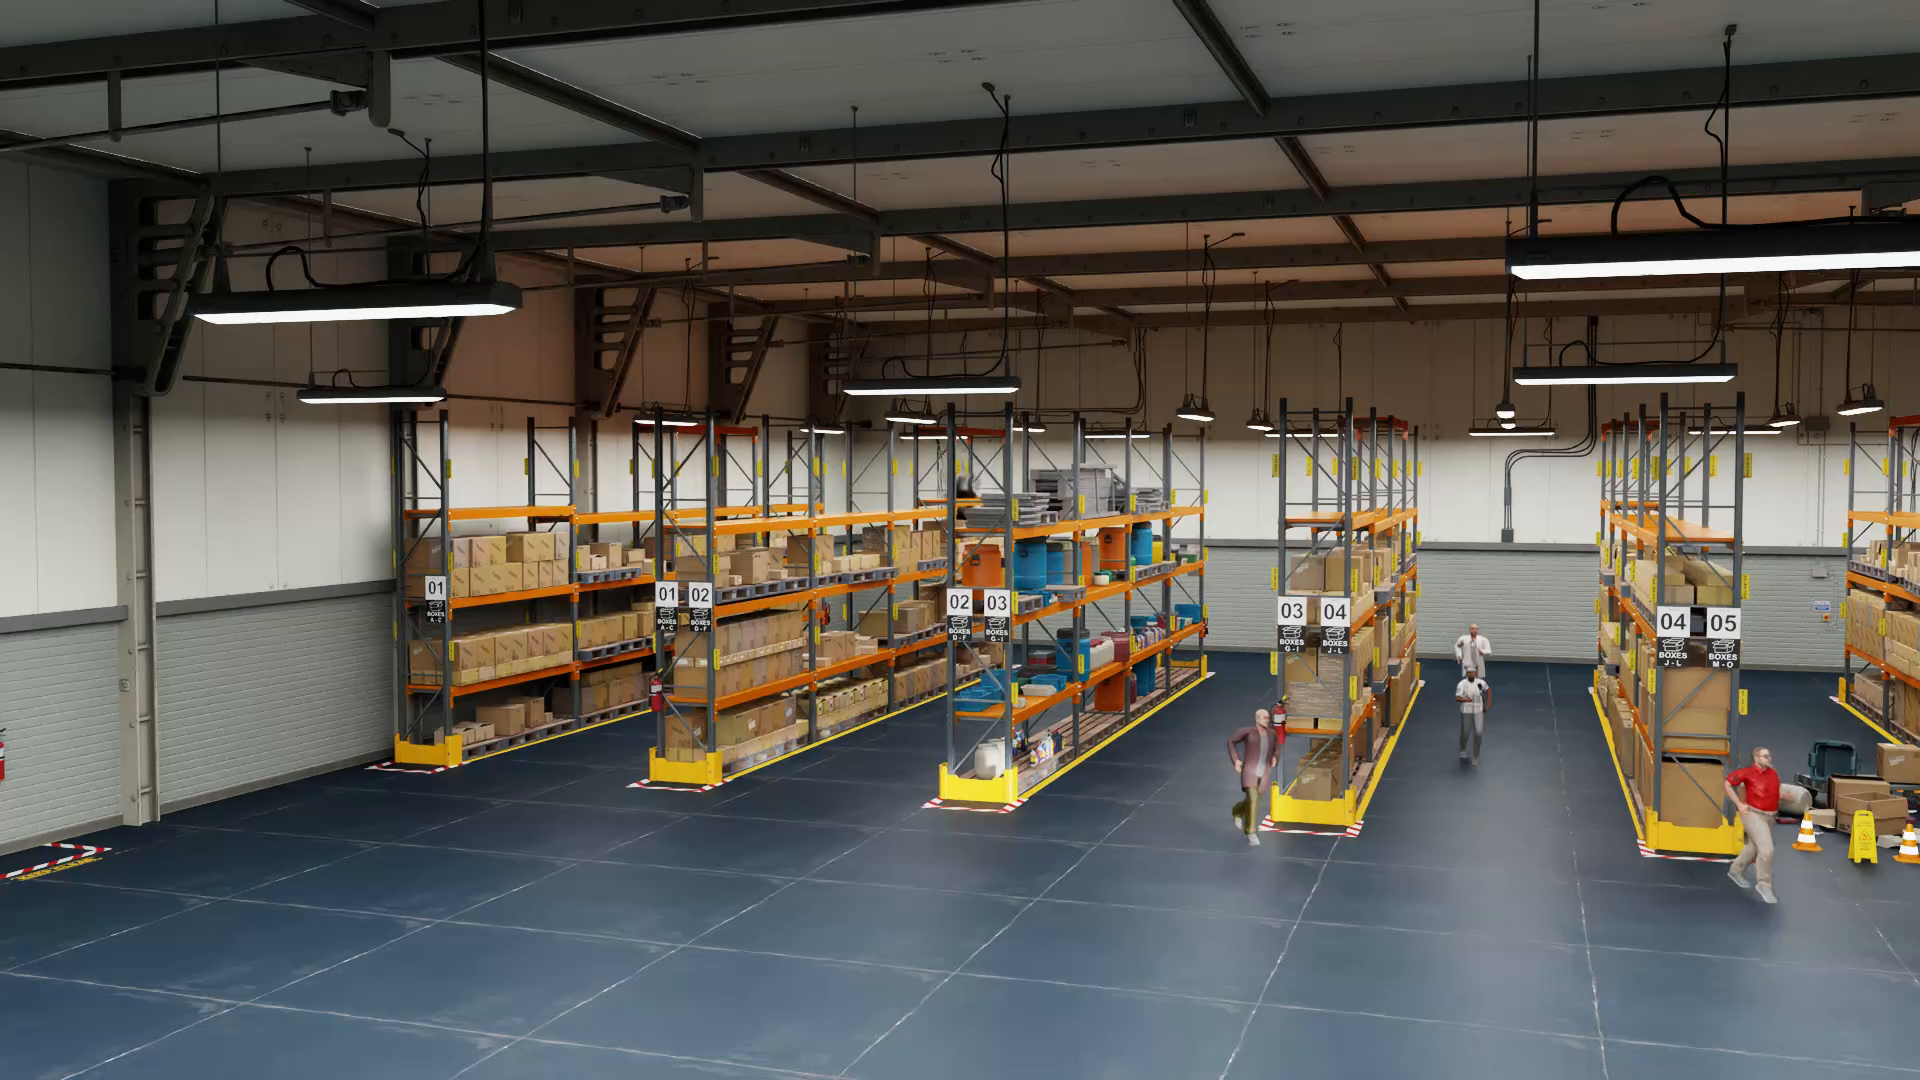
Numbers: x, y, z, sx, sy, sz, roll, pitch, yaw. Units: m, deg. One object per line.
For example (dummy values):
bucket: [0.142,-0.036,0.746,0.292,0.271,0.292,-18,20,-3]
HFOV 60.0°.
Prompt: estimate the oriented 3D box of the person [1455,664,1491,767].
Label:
person: [8.699,2.951,28.204,0.586,1.733,0.878,1,3,14]

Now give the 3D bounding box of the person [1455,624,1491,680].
person: [10.612,2.611,34.388,0.703,1.761,1.065,0,2,11]

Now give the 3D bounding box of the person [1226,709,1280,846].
person: [4.003,3.168,22.533,0.746,1.761,0.971,-1,3,-19]

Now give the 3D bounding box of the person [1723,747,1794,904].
person: [9.349,3.315,19.469,0.643,1.802,0.801,-1,3,-30]
